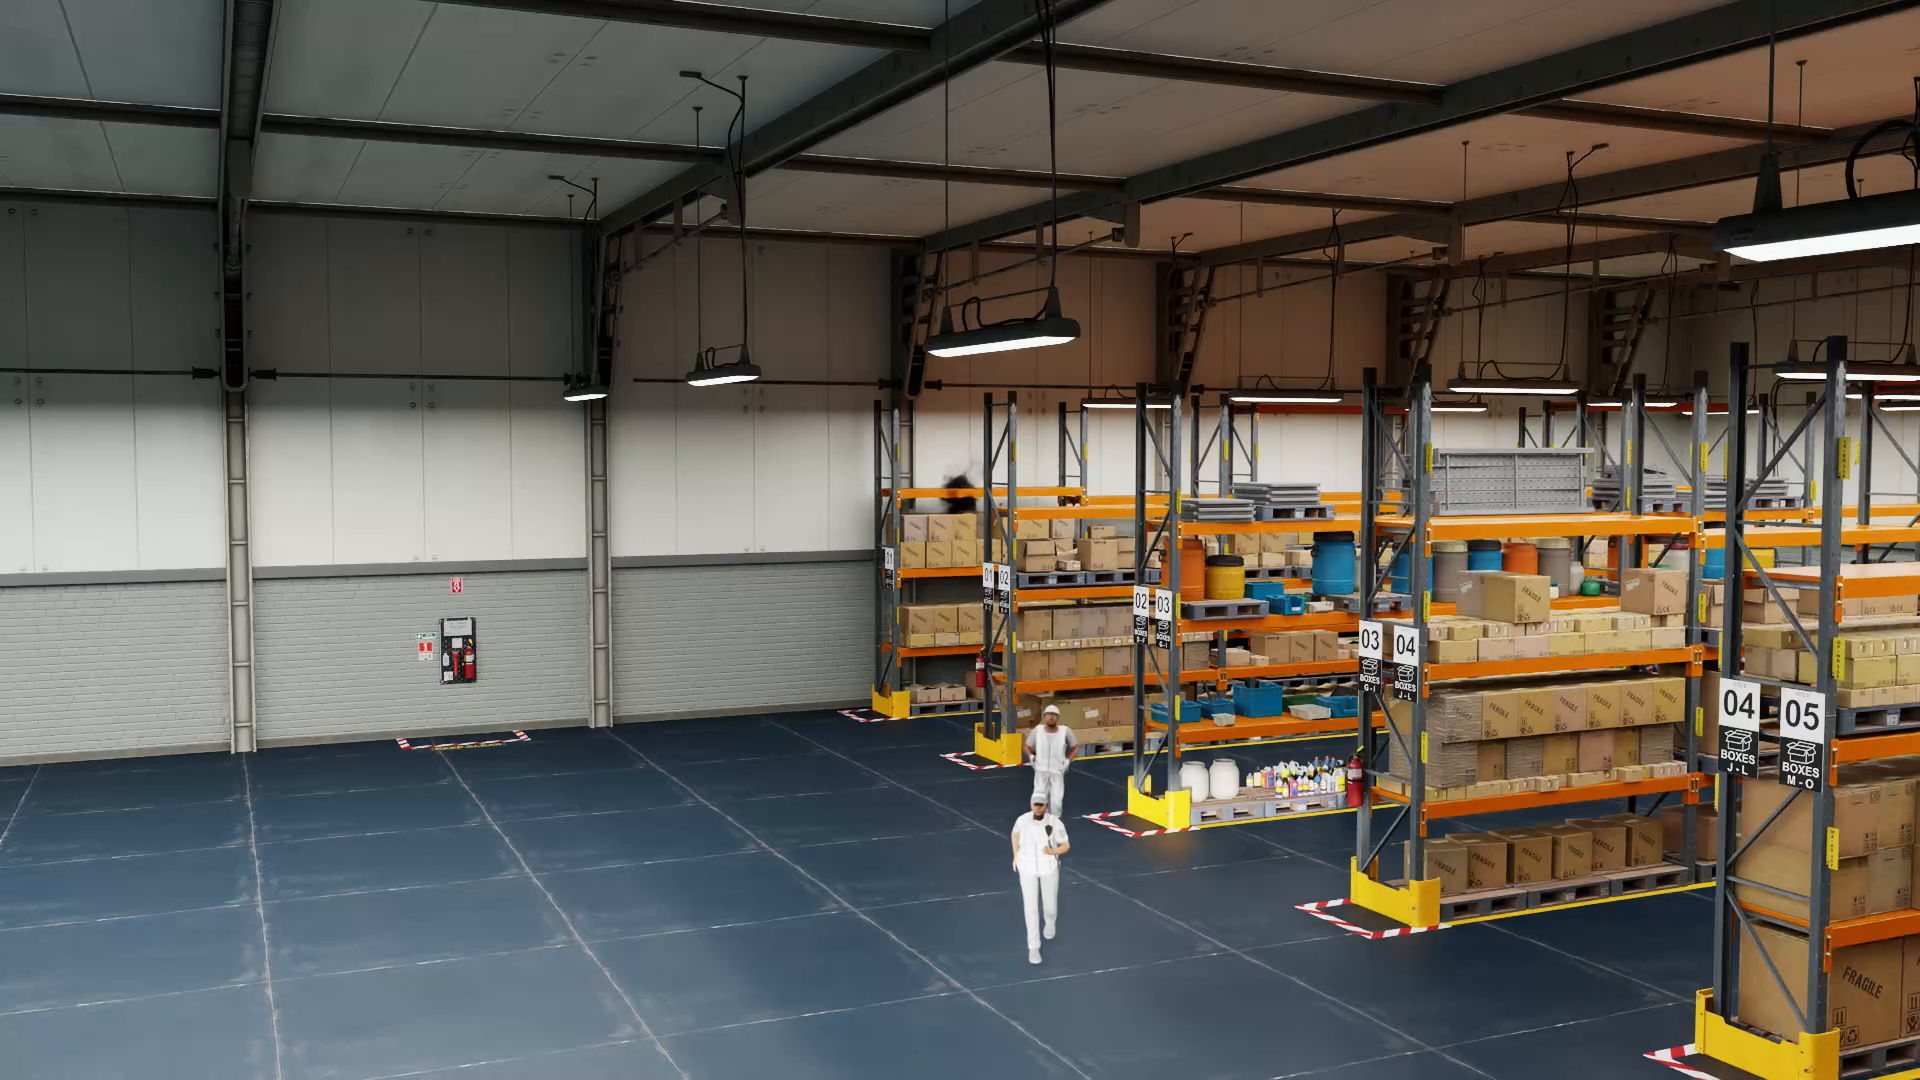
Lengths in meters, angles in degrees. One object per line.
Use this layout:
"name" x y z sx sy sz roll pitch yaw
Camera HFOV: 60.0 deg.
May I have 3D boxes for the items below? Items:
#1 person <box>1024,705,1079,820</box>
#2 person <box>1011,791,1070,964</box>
"person" 1.194 3.042 21.873 0.723 1.754 0.620 0 3 7
"person" 0.808 3.340 16.795 0.607 1.650 0.906 0 3 6
